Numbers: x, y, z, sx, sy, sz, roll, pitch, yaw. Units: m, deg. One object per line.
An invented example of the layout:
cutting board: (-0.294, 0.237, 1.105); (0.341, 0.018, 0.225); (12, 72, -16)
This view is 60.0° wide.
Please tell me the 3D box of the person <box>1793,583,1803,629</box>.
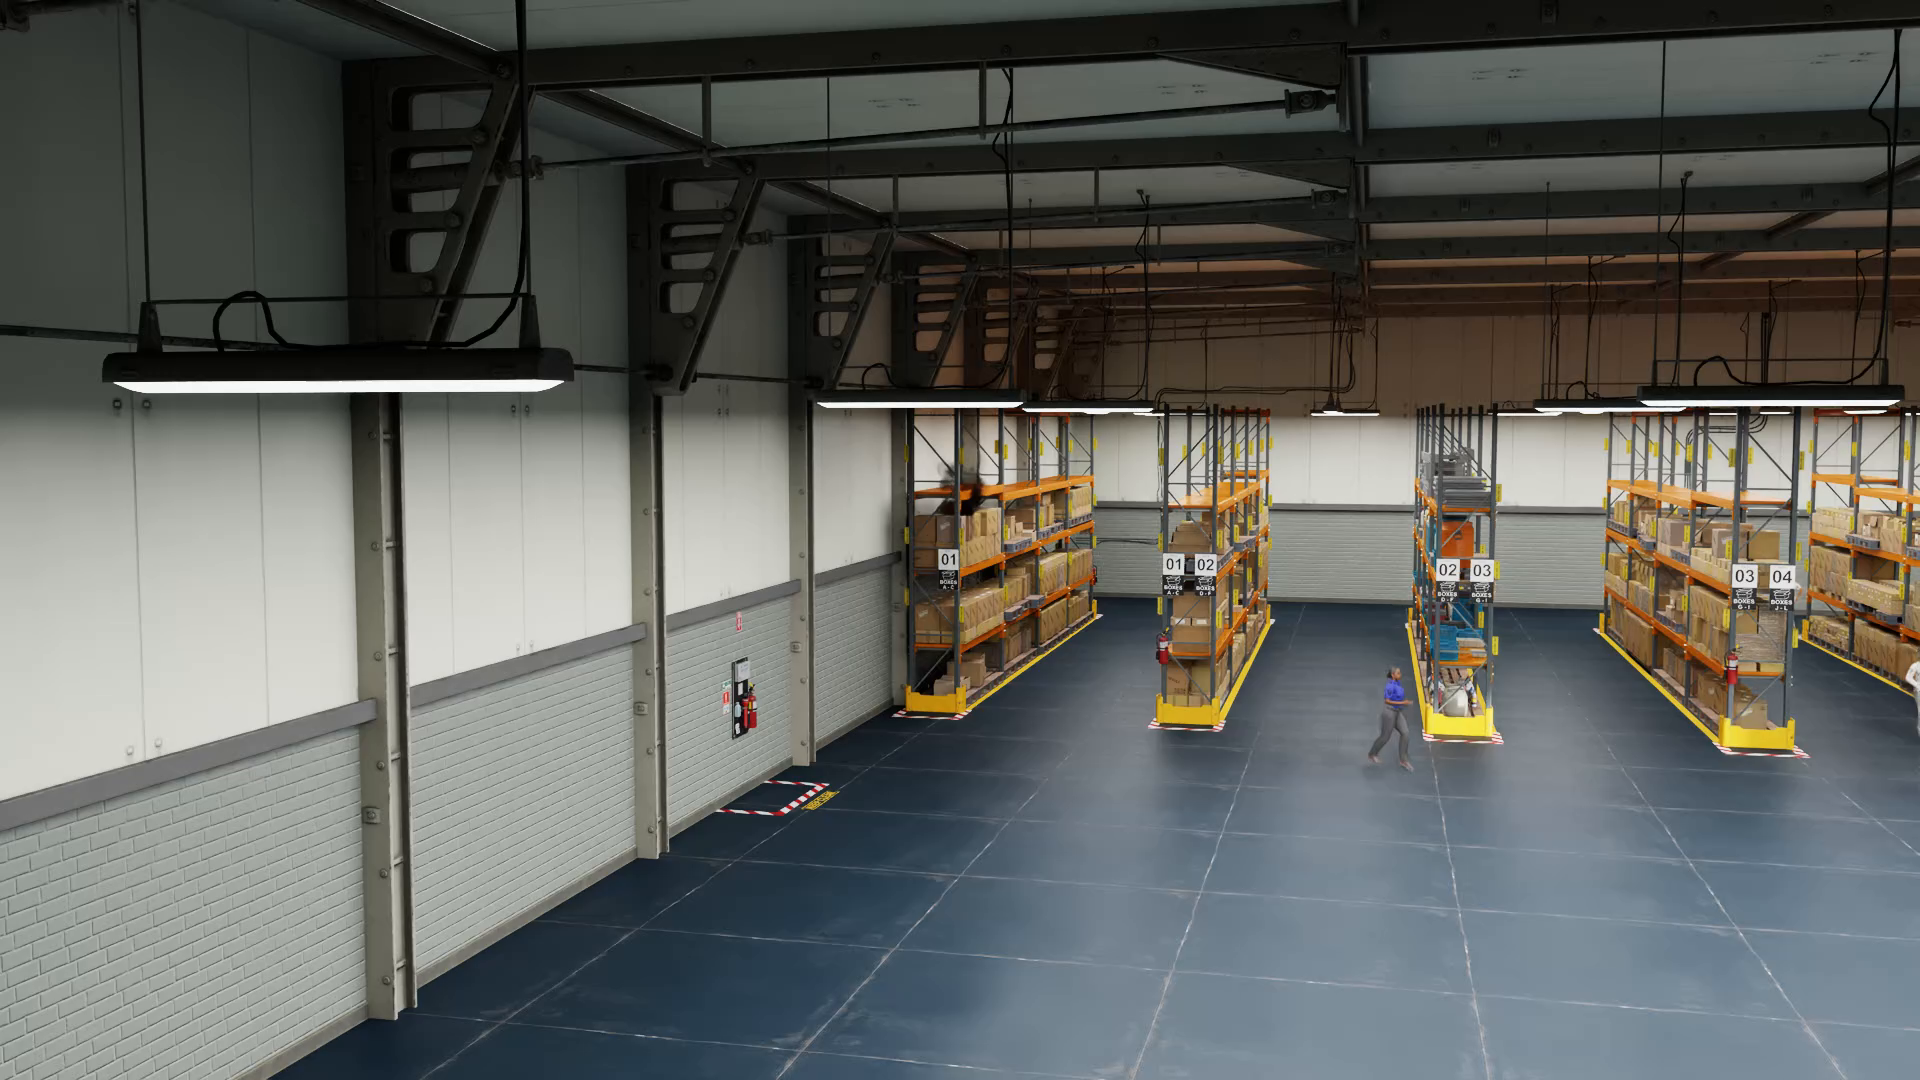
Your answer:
person: (22.085, 1.690, 44.371); (0.725, 1.701, 0.655); (-1, 4, -8)

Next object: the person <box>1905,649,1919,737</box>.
person: (17.253, 2.730, 29.750); (0.625, 1.664, 0.521); (0, 4, 6)

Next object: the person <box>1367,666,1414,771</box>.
person: (7.052, 2.914, 27.221); (0.788, 1.713, 0.570); (4, 6, 41)
